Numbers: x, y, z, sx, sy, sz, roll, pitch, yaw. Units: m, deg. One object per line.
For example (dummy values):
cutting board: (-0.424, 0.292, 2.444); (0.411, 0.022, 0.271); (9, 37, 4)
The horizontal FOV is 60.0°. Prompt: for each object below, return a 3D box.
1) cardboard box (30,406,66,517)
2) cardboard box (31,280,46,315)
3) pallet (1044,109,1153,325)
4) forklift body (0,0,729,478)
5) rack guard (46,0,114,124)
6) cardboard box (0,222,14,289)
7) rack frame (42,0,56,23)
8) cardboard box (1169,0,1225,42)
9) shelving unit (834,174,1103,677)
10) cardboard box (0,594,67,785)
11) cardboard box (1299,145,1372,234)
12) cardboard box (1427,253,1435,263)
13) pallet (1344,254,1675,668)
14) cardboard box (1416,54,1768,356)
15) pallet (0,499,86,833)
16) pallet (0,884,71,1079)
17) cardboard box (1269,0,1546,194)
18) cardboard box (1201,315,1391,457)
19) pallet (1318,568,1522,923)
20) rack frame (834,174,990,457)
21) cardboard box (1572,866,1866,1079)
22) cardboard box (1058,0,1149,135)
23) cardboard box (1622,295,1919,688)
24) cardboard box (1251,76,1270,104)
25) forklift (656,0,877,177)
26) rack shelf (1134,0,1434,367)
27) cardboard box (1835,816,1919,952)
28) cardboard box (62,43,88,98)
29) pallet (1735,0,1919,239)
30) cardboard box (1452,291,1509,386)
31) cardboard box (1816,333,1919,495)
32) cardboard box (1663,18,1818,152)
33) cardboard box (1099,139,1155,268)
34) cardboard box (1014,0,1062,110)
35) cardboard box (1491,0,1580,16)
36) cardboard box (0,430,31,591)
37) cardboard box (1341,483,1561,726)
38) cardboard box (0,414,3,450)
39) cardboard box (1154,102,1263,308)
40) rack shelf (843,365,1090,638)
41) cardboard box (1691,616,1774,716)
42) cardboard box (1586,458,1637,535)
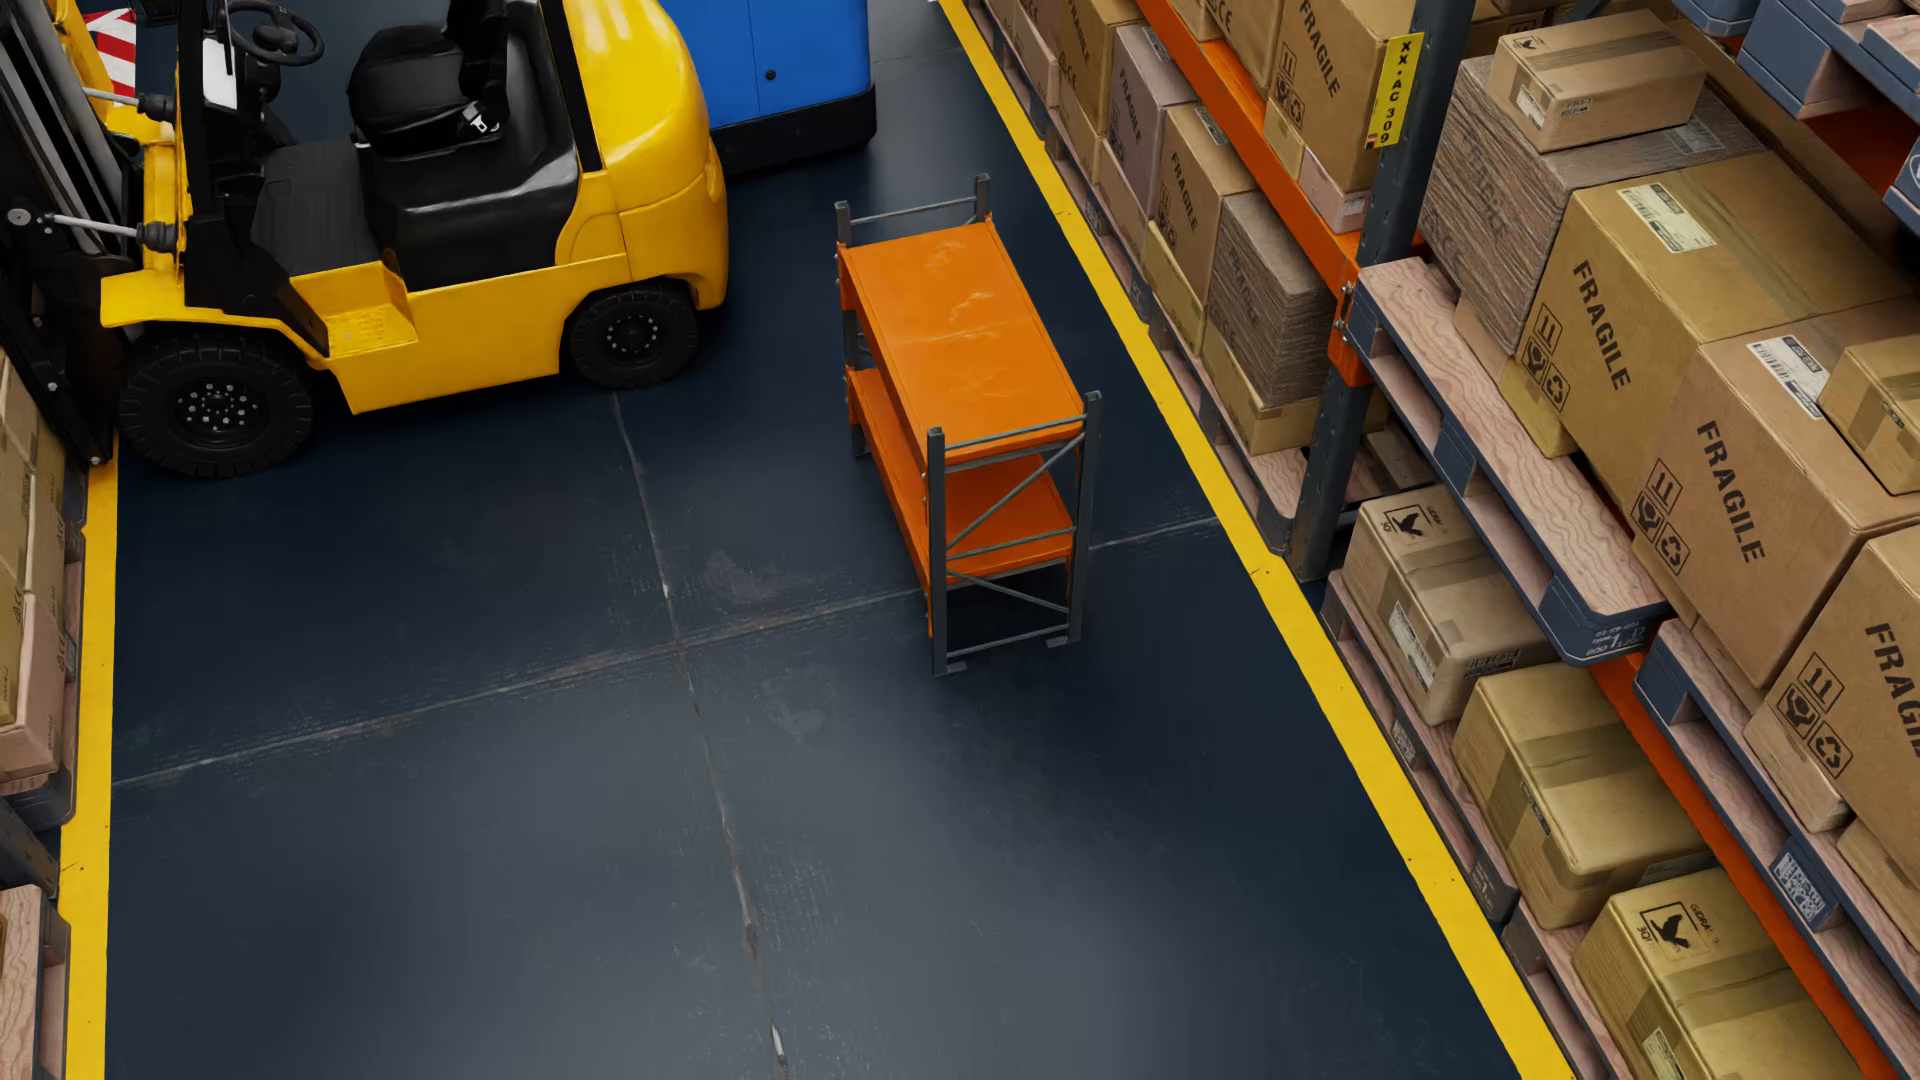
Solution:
cardboard box: (-3.293, -0.264, 5.534); (0.500, 0.250, 0.500); (-13, 51, -10)
cardboard box: (-3.419, -0.787, 5.648); (0.500, 0.250, 0.500); (-13, 51, -11)
pallet: (1.010, -1.449, 6.833); (1.003, 0.211, 1.213); (-13, 51, -11)
forklift body: (-2.013, -1.523, 5.627); (2.313, 2.155, 1.214); (-13, 51, -11)
rack guard: (-4.324, -1.981, 7.093); (1.175, 0.500, 0.348); (-13, 51, -11)
cardboard box: (-3.425, -0.965, 5.471); (0.500, 0.250, 0.500); (-14, 51, -12)
rack frame: (-4.317, -2.769, 6.122); (1.000, 3.000, 0.127); (-13, 51, -11)
cardboard box: (0.917, -1.798, 5.469); (0.380, 0.149, 0.250); (-14, 51, -12)
shelving unit: (0.002, -0.358, 5.316); (0.538, 1.125, 1.048); (-13, 51, -11)
cardboard box: (-2.961, 0.476, 4.911); (0.500, 0.250, 0.500); (-13, 51, -11)
cardboard box: (1.220, -1.057, 4.844); (0.380, 0.149, 0.250); (-14, 51, -11)
cardboard box: (1.690, -0.955, 5.626); (0.500, 0.500, 0.500); (-11, 51, -9)
pallet: (1.694, -0.319, 4.183); (1.003, 0.211, 1.213); (-13, 51, -11)
cardboard box: (1.471, -0.828, 3.952); (0.500, 0.500, 0.500); (-12, 51, -10)
pallet: (-3.329, 0.461, 5.223); (1.003, 0.211, 1.213); (-13, 51, -11)
pallet: (-2.879, 1.581, 4.279); (1.003, 0.211, 1.213); (-13, 51, -11)
cardboard box: (1.238, -1.369, 4.682); (0.500, 0.500, 0.500); (-14, 51, -12)
cardboard box: (1.175, -0.592, 5.811); (0.500, 0.250, 0.500); (-11, 51, -9)
pallet: (1.838, 0.495, 5.195); (1.003, 0.211, 1.213); (-13, 51, -11)
rack frame: (-0.148, -0.729, 5.629); (0.500, 1.125, 0.032); (-13, 51, -11)
cardboard box: (2.187, 1.154, 4.260); (0.950, 0.372, 0.625); (-12, 51, -10)
cardboard box: (0.705, -1.967, 6.479); (0.500, 0.500, 0.500); (-12, 51, -10)
cardboard box: (1.753, -0.099, 3.337); (0.500, 0.500, 0.500); (-14, 51, -11)
cardboard box: (1.137, -1.446, 5.171); (0.380, 0.149, 0.250); (-13, 51, -11)
forklift: (-1.381, -3.537, 6.815); (1.130, 2.935, 3.031); (-17, 52, -14)
rack shelf: (1.015, -2.201, 6.114); (1.077, 0.370, 4.000); (-13, 51, -11)
cardboard box: (1.934, 0.595, 3.176); (0.380, 0.149, 0.250); (-15, 51, -12)
cardboard box: (-3.876, -1.746, 6.784); (0.500, 0.250, 0.500); (-13, 51, -11)
pallet: (1.997, -0.647, 2.494); (1.213, 0.211, 1.003); (-13, 51, -11)
cardboard box: (1.468, -0.552, 4.143); (0.380, 0.149, 0.250); (-13, 51, -10)
cardboard box: (1.827, -0.251, 3.041); (0.380, 0.149, 0.250); (-11, 51, -9)
cardboard box: (1.962, -0.950, 4.055); (0.500, 0.500, 0.500); (-14, 51, -12)
cardboard box: (0.862, -1.351, 6.451); (0.500, 0.250, 0.500); (-13, 51, -10)
cardboard box: (0.542, -2.117, 7.096); (0.500, 0.250, 0.500); (-12, 51, -10)
cardboard box: (1.684, -1.793, 4.386); (0.700, 0.500, 0.500); (-14, 51, -11)
cardboard box: (-3.133, -0.048, 5.025); (0.500, 0.250, 0.500); (-14, 51, -11)
cardboard box: (1.764, 0.122, 5.129); (0.950, 0.372, 0.625); (-13, 51, -11)
cardboard box: (-3.119, -0.219, 4.842); (0.500, 0.250, 0.500); (-13, 51, -11)
cardboard box: (1.023, -1.206, 5.838); (0.500, 0.500, 0.500); (-12, 51, -10)
rack shelf: (0.002, -0.200, 5.503); (0.538, 0.278, 1.000); (-13, 51, -11)
cardboard box: (1.798, 0.201, 3.508); (0.380, 0.149, 0.250); (-13, 51, -11)
cardboard box: (1.691, -0.177, 3.827); (0.380, 0.149, 0.250); (-10, 51, -9)
